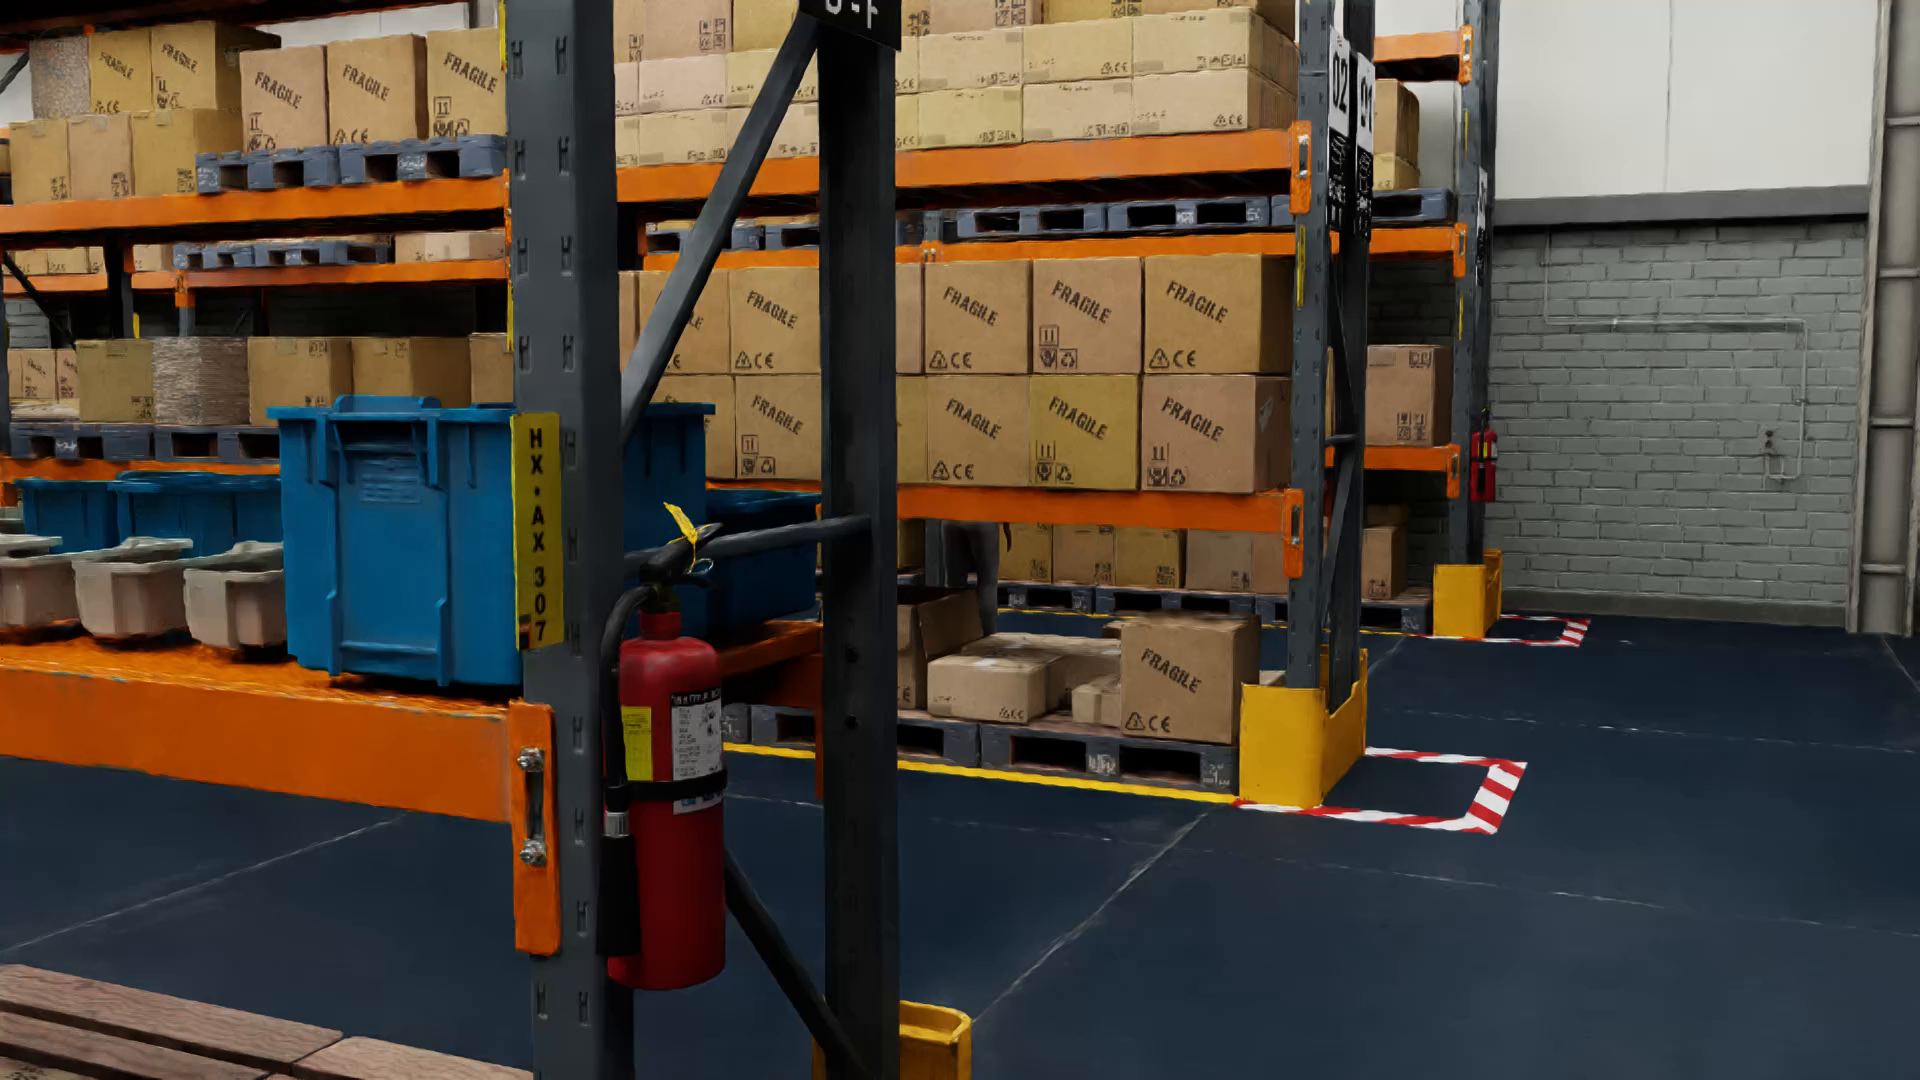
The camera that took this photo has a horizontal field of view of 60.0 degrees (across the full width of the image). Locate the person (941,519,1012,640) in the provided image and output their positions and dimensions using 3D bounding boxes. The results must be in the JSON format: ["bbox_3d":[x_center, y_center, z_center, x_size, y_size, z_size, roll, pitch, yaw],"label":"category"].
[{"bbox_3d":[0.086,-0.074,10.426,0.500,1.715,0.388,3,7,31],"label":"person"}]
